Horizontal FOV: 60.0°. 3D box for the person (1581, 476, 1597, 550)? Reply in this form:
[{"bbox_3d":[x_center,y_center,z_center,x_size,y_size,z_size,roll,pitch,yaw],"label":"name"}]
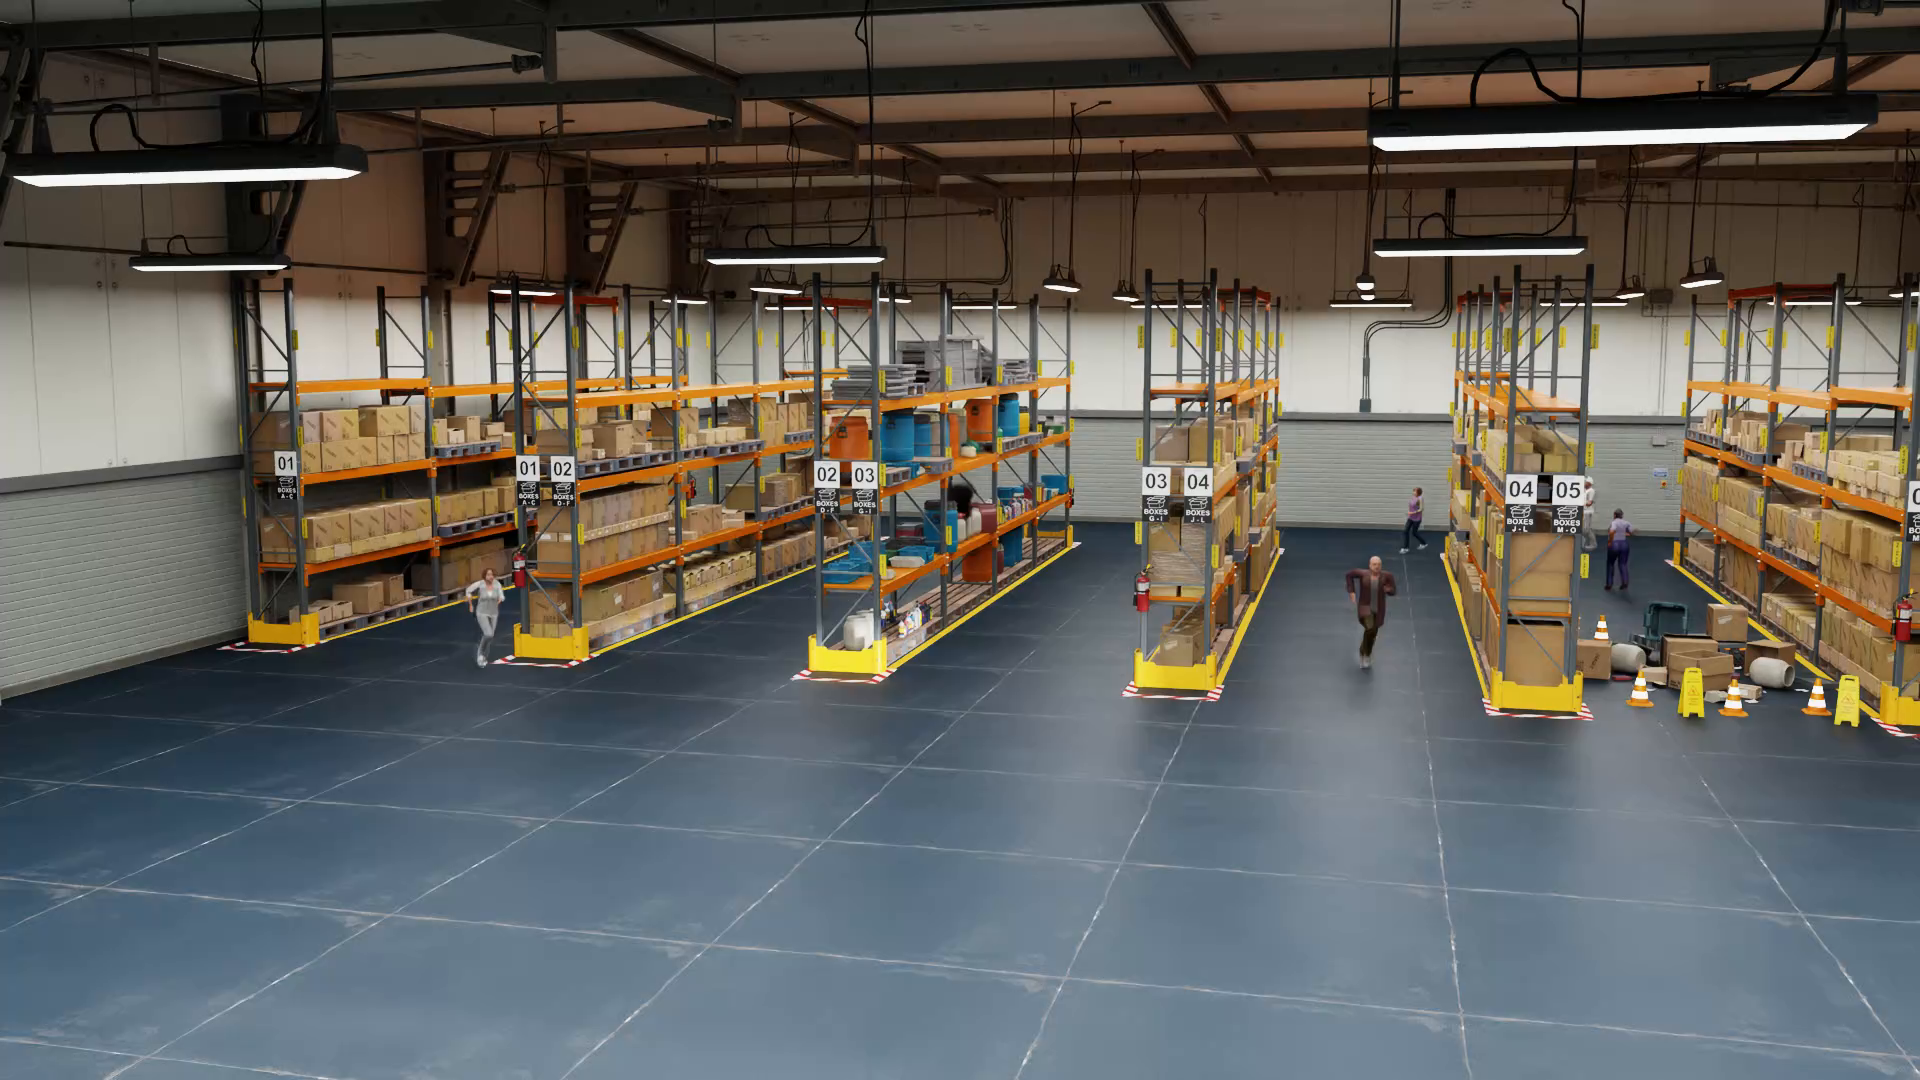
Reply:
[{"bbox_3d":[14.861,-0.630,39.628,0.692,1.776,0.654,-1,7,-10],"label":"person"}]

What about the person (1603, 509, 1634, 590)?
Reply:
[{"bbox_3d":[13.172,0.220,33.207,0.586,1.670,0.864,0,7,-1],"label":"person"}]

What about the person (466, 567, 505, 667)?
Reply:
[{"bbox_3d":[-7.214,1.173,25.390,0.507,1.549,0.742,-5,9,-38],"label":"person"}]

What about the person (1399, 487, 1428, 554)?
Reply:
[{"bbox_3d":[10.756,-0.462,39.127,0.754,1.597,0.554,-2,7,-18],"label":"person"}]

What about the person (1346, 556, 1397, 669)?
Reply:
[{"bbox_3d":[6.289,1.089,25.476,0.691,1.740,0.991,0,7,-3],"label":"person"}]
